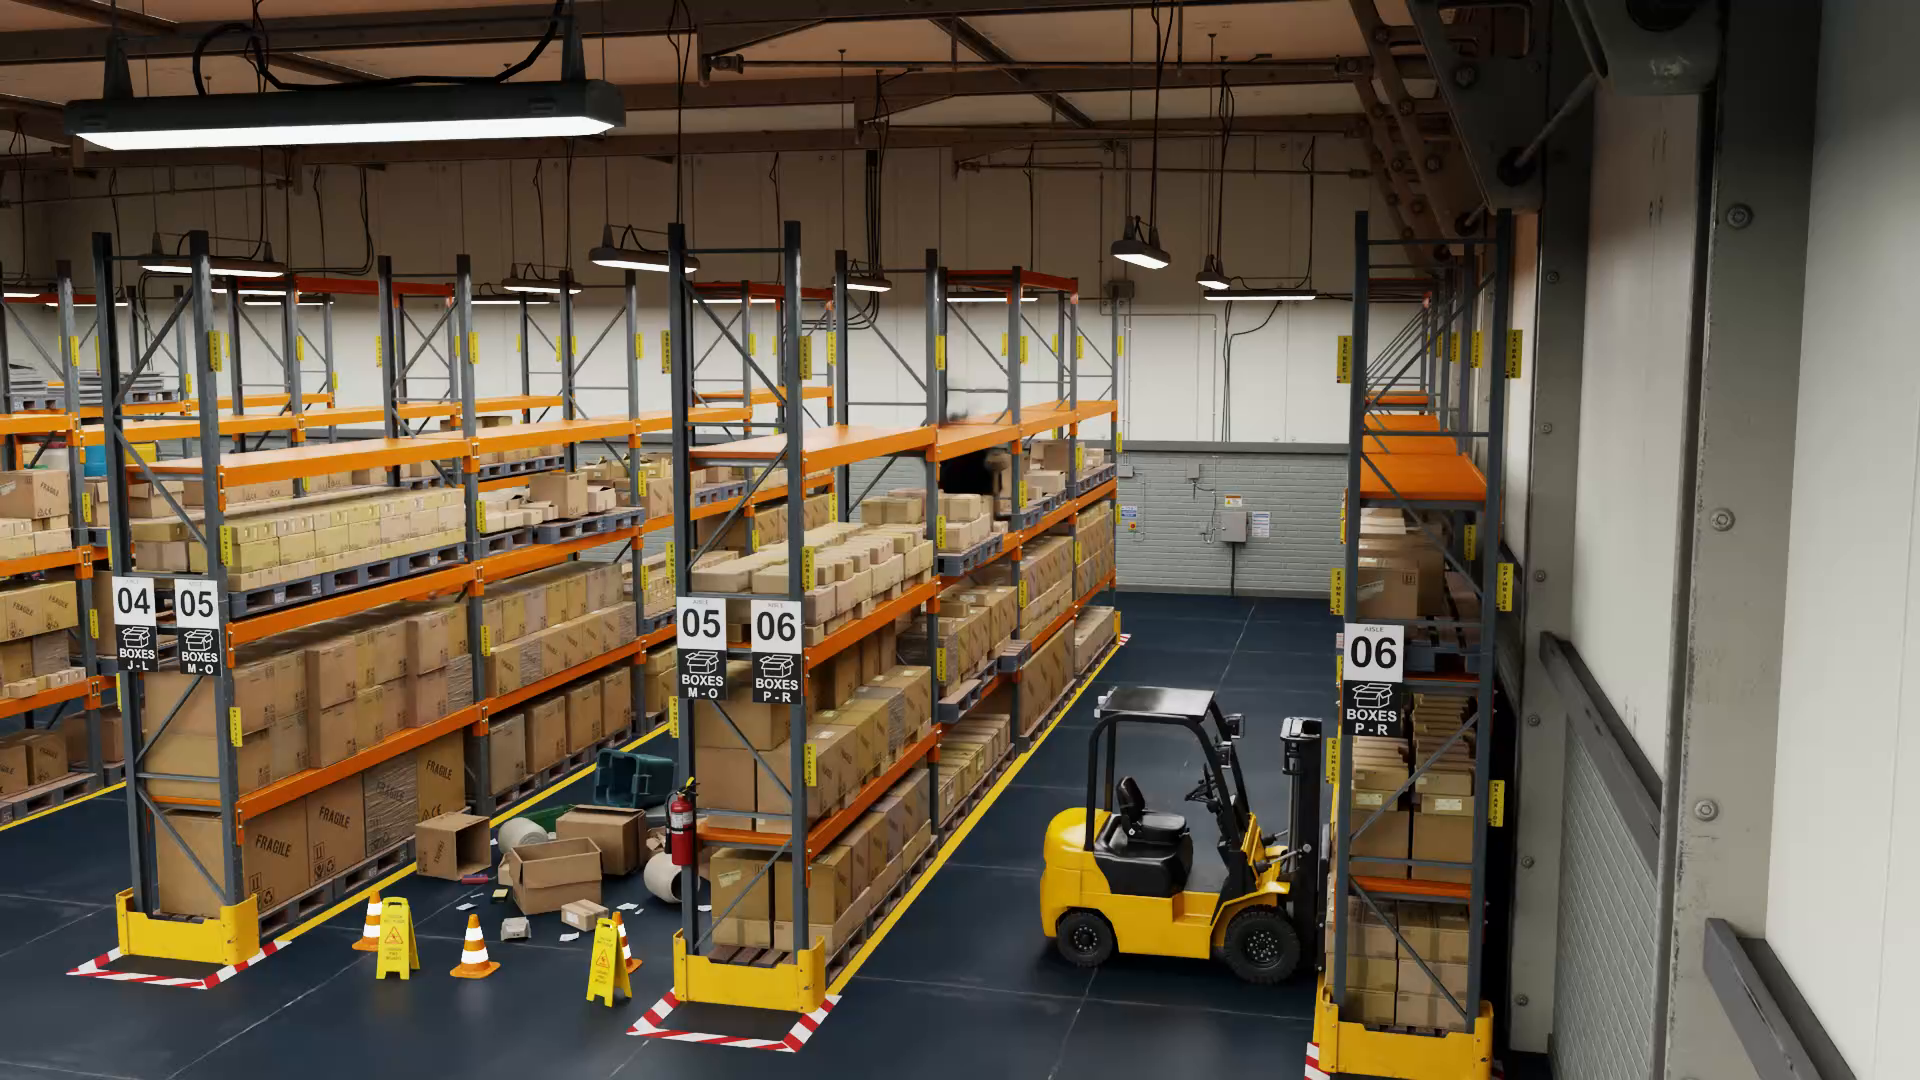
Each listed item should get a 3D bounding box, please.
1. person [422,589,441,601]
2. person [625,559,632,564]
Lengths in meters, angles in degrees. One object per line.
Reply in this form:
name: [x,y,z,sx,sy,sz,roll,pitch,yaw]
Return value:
person: [-7.446,1.435,23.503,0.622,1.740,0.598,1,7,10]
person: [-5.168,1.130,26.428,0.563,1.686,0.868,3,7,20]
